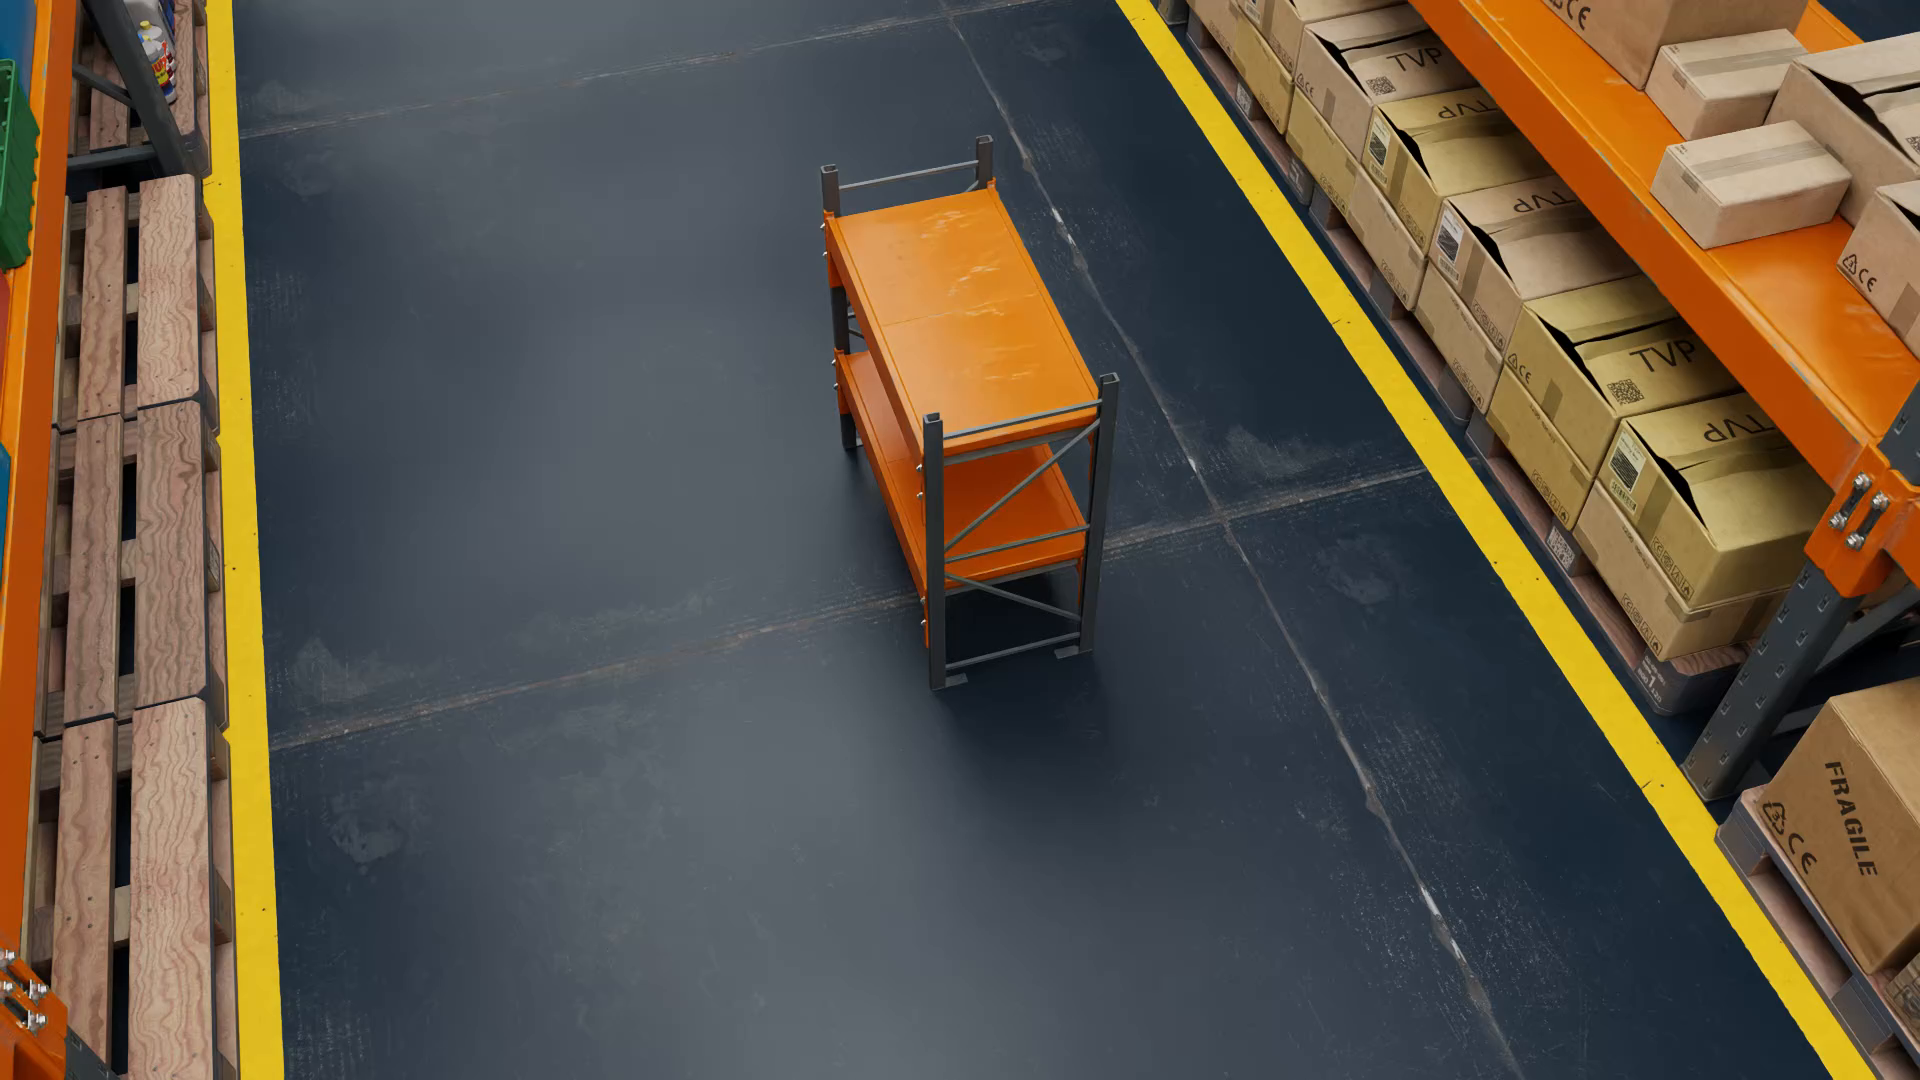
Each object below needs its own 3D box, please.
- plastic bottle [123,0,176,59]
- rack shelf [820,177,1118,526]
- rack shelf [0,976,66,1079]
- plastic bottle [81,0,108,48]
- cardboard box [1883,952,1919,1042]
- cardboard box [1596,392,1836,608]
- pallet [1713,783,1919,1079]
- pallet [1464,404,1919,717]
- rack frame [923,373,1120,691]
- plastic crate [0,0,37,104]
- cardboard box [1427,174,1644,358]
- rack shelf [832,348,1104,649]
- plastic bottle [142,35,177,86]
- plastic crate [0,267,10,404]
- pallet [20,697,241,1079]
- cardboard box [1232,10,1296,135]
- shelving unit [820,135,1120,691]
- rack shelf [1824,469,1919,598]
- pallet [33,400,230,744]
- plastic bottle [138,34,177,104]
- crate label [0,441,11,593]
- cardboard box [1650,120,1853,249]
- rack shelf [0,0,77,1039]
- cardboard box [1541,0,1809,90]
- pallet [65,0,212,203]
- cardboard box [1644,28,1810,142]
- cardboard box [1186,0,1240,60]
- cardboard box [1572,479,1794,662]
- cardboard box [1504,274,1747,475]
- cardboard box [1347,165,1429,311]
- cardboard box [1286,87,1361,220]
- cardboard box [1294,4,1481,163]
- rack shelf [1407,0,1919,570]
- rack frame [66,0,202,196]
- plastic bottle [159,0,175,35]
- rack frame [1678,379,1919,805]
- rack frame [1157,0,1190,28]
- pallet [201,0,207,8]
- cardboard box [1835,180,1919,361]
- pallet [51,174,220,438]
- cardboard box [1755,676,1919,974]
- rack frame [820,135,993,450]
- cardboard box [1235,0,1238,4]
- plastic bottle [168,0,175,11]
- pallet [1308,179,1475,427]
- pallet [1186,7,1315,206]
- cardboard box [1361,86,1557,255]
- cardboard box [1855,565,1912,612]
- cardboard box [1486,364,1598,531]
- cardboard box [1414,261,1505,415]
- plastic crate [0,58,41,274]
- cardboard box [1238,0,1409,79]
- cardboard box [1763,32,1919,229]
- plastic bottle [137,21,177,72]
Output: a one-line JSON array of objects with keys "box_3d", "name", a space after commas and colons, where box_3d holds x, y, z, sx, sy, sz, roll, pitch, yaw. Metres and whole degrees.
[{"box_3d": [-3.184, -2.019, 6.484, 0.152, 0.276, 0.135, -12, 51, -10], "name": "plastic bottle"}, {"box_3d": [0.002, -0.546, 4.592, 0.538, 0.278, 1.000, -13, 51, -11], "name": "rack shelf"}, {"box_3d": [-1.612, 2.421, 1.718, 1.077, 0.370, 4.000, -13, 51, -11], "name": "rack shelf"}, {"box_3d": [-3.366, -2.132, 6.530, 0.144, 0.351, 0.185, -13, 51, -11], "name": "plastic bottle"}, {"box_3d": [2.551, 1.053, 3.748, 0.500, 0.500, 0.500, -15, 51, -12], "name": "cardboard box"}, {"box_3d": [2.139, -0.146, 4.568, 0.500, 0.311, 0.500, -12, 51, -10], "name": "cardboard box"}, {"box_3d": [2.714, 1.064, 4.215, 1.003, 0.211, 1.213, -13, 51, -11], "name": "pallet"}, {"box_3d": [2.323, -0.100, 5.197, 1.003, 0.211, 1.213, -13, 51, -11], "name": "pallet"}, {"box_3d": [0.152, 0.014, 4.503, 0.500, 1.125, 0.032, -13, 51, -11], "name": "rack frame"}, {"box_3d": [-2.763, -1.453, 4.523, 0.392, 0.384, 0.575, -13, 51, -11], "name": "plastic crate"}, {"box_3d": [1.833, -0.893, 5.198, 0.500, 0.311, 0.500, -14, 51, -11], "name": "cardboard box"}, {"box_3d": [0.002, -0.200, 5.003, 0.538, 0.278, 1.000, -13, 51, -11], "name": "rack shelf"}, {"box_3d": [-3.092, -1.839, 6.381, 0.097, 0.201, 0.097, 0, 50, 0], "name": "plastic bottle"}, {"box_3d": [-2.389, -0.542, 3.703, 0.402, 0.464, 0.583, -13, 51, -11], "name": "plastic crate"}, {"box_3d": [-2.396, 1.052, 4.225, 1.003, 0.211, 1.213, -13, 51, -11], "name": "pallet"}, {"box_3d": [1.379, -1.835, 6.359, 0.500, 0.250, 0.500, -12, 51, -10], "name": "cardboard box"}, {"box_3d": [0.002, -0.358, 4.816, 0.538, 1.125, 1.048, -13, 51, -11], "name": "shelving unit"}, {"box_3d": [3.121, 1.303, 2.660, 1.077, 0.370, 4.000, -13, 51, -11], "name": "rack shelf"}, {"box_3d": [-2.753, 0.163, 4.975, 1.003, 0.211, 1.213, -13, 51, -11], "name": "pallet"}, {"box_3d": [-3.062, -1.788, 6.292, 0.097, 0.271, 0.097, 0, 50, 0], "name": "plastic bottle"}, {"box_3d": [-2.239, -0.070, 3.324, 0.502, 0.435, 0.616, -13, 51, -11], "name": "crate label"}, {"box_3d": [1.999, -0.903, 4.213, 0.380, 0.149, 0.250, -13, 51, -11], "name": "cardboard box"}, {"box_3d": [-2.795, -0.501, 4.181, 1.077, 0.370, 4.000, -13, 51, -11], "name": "rack shelf"}, {"box_3d": [2.018, -1.643, 4.608, 0.500, 0.500, 0.500, -16, 52, -13], "name": "cardboard box"}, {"box_3d": [-3.545, -1.795, 6.625, 1.003, 0.211, 1.213, -13, 51, -11], "name": "pallet"}, {"box_3d": [2.098, -1.227, 4.487, 0.380, 0.149, 0.250, -10, 51, -8], "name": "cardboard box"}, {"box_3d": [1.229, -2.209, 6.674, 0.500, 0.250, 0.500, -14, 51, -12], "name": "cardboard box"}, {"box_3d": [2.141, 0.033, 4.784, 0.500, 0.250, 0.500, -12, 51, -10], "name": "cardboard box"}, {"box_3d": [1.979, -0.524, 4.887, 0.500, 0.311, 0.500, -14, 51, -12], "name": "cardboard box"}, {"box_3d": [1.684, -1.086, 5.727, 0.500, 0.250, 0.500, -12, 51, -10], "name": "cardboard box"}, {"box_3d": [1.535, -1.458, 6.041, 0.500, 0.250, 0.500, -15, 51, -12], "name": "cardboard box"}, {"box_3d": [1.528, -1.638, 5.826, 0.500, 0.311, 0.500, -15, 51, -12], "name": "cardboard box"}, {"box_3d": [1.938, -1.618, 5.123, 1.077, 0.370, 4.000, -13, 51, -11], "name": "rack shelf"}, {"box_3d": [-3.386, -2.193, 5.137, 1.000, 3.000, 0.127, -13, 51, -11], "name": "rack frame"}, {"box_3d": [-3.229, -2.165, 6.558, 0.144, 0.351, 0.185, -12, 51, -10], "name": "plastic bottle"}, {"box_3d": [2.529, -0.389, 3.616, 1.000, 3.000, 0.127, -13, 51, -11], "name": "rack frame"}, {"box_3d": [1.347, -3.311, 6.079, 1.000, 3.000, 0.127, -13, 51, -11], "name": "rack frame"}, {"box_3d": [-3.910, -2.687, 7.377, 1.003, 0.211, 1.213, -13, 51, -11], "name": "pallet"}, {"box_3d": [2.464, -0.636, 3.882, 0.500, 0.311, 0.500, -10, 51, -9], "name": "cardboard box"}, {"box_3d": [-3.117, -0.730, 5.727, 1.003, 0.211, 1.213, -13, 51, -11], "name": "pallet"}, {"box_3d": [2.391, 0.672, 4.069, 0.500, 0.500, 0.500, -11, 51, -9], "name": "cardboard box"}, {"box_3d": [-0.148, -0.729, 5.129, 0.500, 1.125, 0.032, -13, 51, -11], "name": "rack frame"}, {"box_3d": [1.231, -2.382, 6.453, 0.500, 0.311, 0.500, -13, 51, -11], "name": "cardboard box"}, {"box_3d": [-3.285, -2.303, 6.674, 0.144, 0.351, 0.185, -15, 52, -13], "name": "plastic bottle"}, {"box_3d": [1.966, -0.990, 5.946, 1.003, 0.211, 1.213, -13, 51, -11], "name": "pallet"}, {"box_3d": [1.602, -1.883, 6.699, 1.003, 0.211, 1.213, -13, 51, -11], "name": "pallet"}, {"box_3d": [1.687, -1.260, 5.507, 0.500, 0.311, 0.500, -12, 51, -10], "name": "cardboard box"}, {"box_3d": [2.655, -0.087, 4.885, 0.500, 0.250, 0.500, -13, 51, -11], "name": "cardboard box"}, {"box_3d": [1.985, -0.343, 5.101, 0.500, 0.250, 0.500, -14, 51, -11], "name": "cardboard box"}, {"box_3d": [1.839, -0.711, 5.411, 0.500, 0.250, 0.500, -12, 51, -10], "name": "cardboard box"}, {"box_3d": [-2.602, -0.917, 4.200, 0.450, 0.188, 0.662, -13, 51, -11], "name": "plastic crate"}, {"box_3d": [1.374, -2.015, 6.144, 0.500, 0.311, 0.500, -14, 51, -11], "name": "cardboard box"}, {"box_3d": [2.450, -1.057, 4.238, 0.500, 0.311, 0.500, -14, 51, -11], "name": "cardboard box"}, {"box_3d": [-3.122, -1.914, 6.444, 0.097, 0.201, 0.097, 0, 50, 0], "name": "plastic bottle"}]
